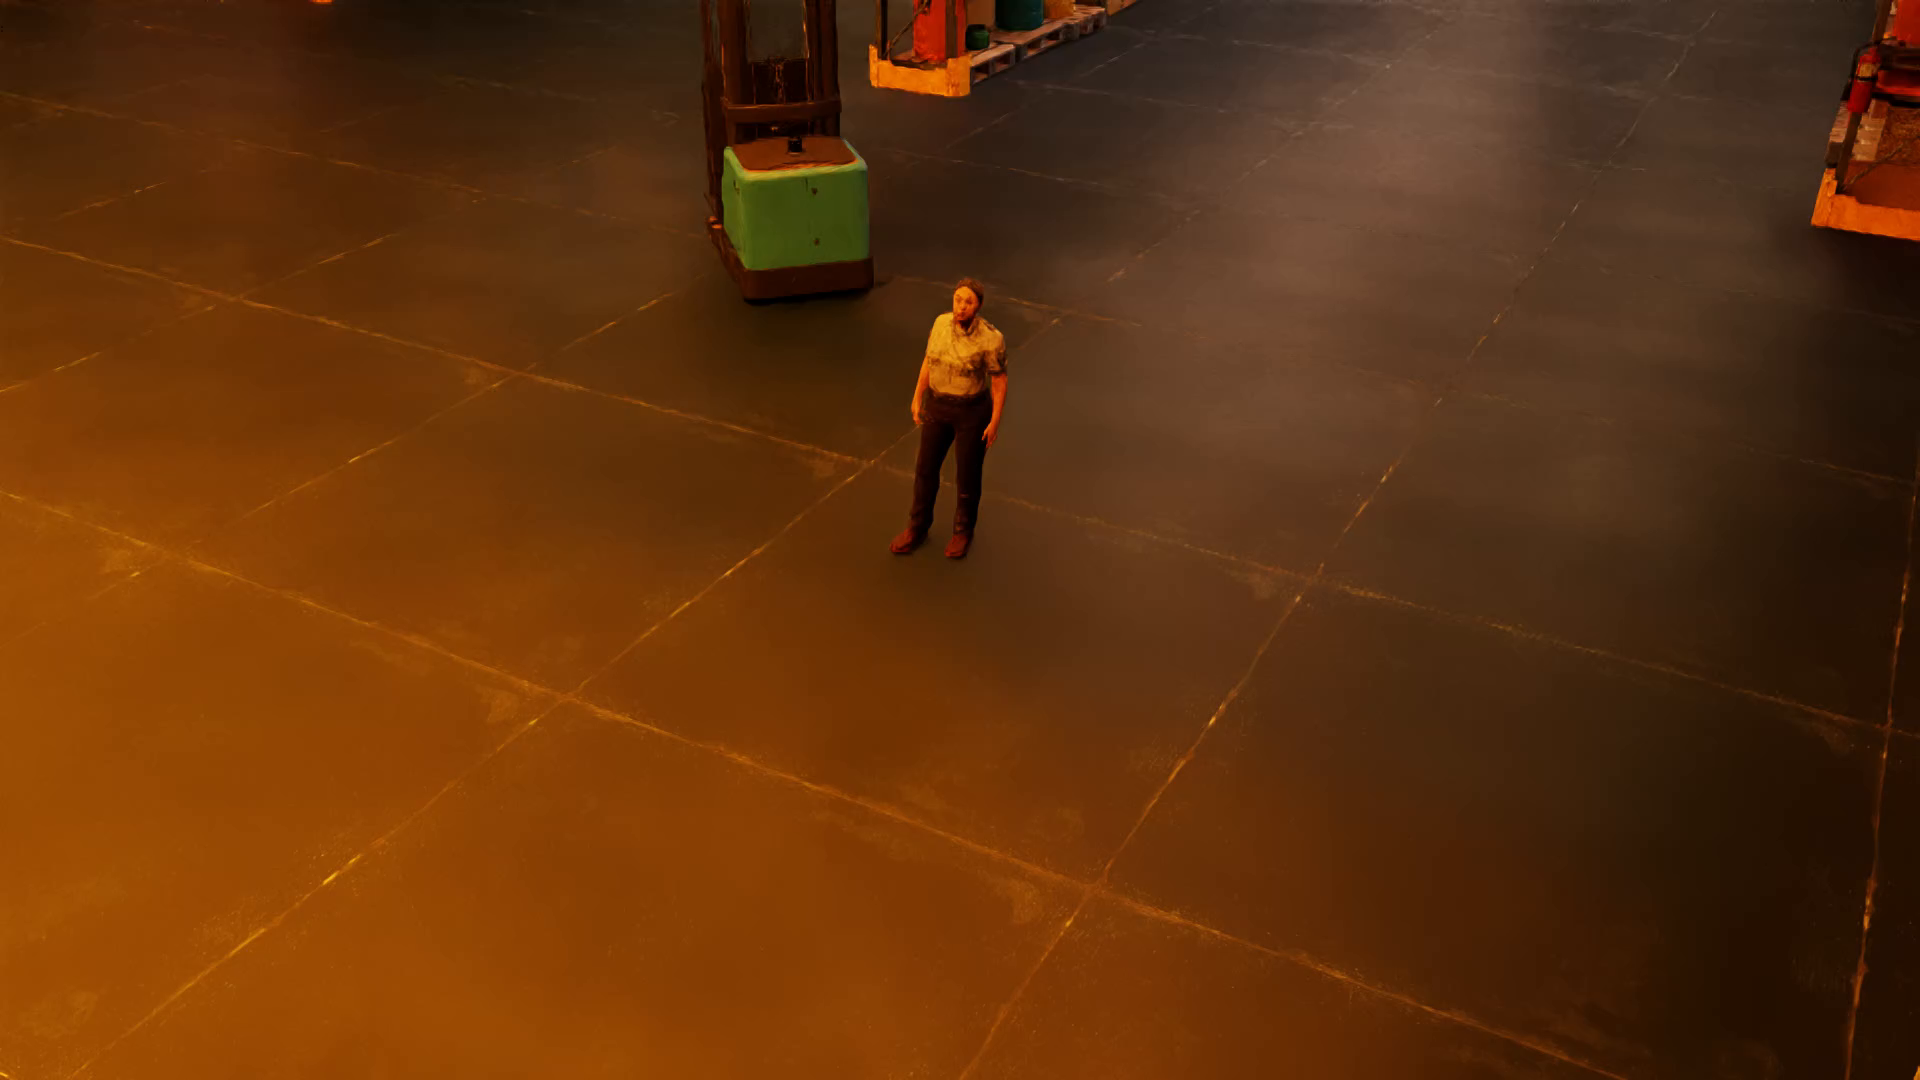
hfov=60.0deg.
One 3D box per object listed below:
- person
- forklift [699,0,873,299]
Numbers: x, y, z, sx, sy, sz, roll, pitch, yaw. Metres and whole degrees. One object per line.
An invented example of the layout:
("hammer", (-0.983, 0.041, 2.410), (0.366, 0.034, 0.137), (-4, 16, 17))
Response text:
("person", (-0.063, -0.686, 9.529), (0.599, 1.650, 0.502), (15, 33, 25))
("forklift", (-1.609, -3.902, 13.832), (1.130, 2.935, 3.031), (-8, 31, -14))
